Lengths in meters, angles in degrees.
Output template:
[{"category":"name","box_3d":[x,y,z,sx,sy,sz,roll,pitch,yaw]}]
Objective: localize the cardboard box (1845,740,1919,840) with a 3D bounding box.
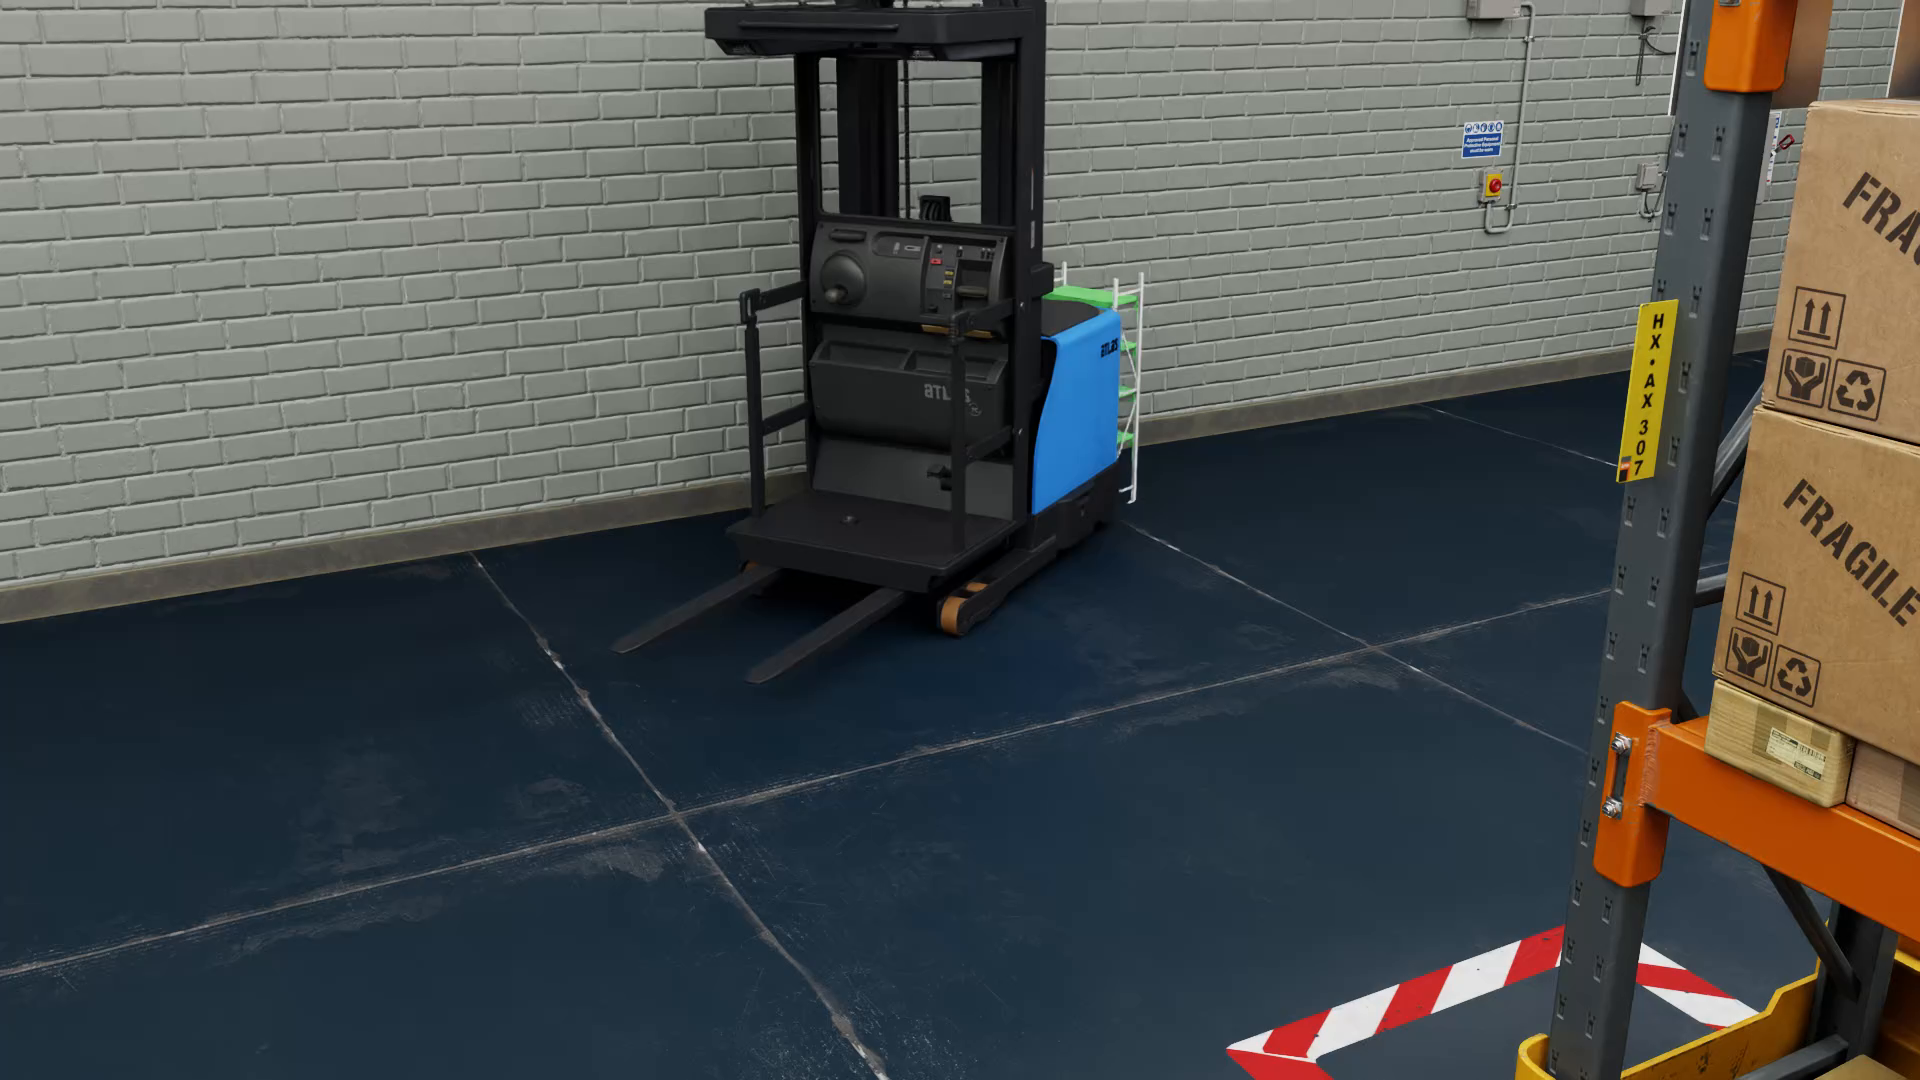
[{"category":"cardboard box","box_3d":[1.730,0.390,2.787,0.380,0.149,0.250,-9,21,-25]}]

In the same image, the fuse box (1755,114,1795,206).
[{"category":"fuse box","box_3d":[5.235,-2.024,11.374,0.539,1.711,0.414,-10,21,-27]}]

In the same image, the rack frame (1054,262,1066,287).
[{"category":"rack frame","box_3d":[0.469,-0.848,8.750,0.015,1.200,0.240,16,25,38]}]

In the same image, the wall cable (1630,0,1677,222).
[{"category":"wall cable","box_3d":[4.560,-3.053,10.823,0.588,1.984,0.122,-10,21,-27]}]

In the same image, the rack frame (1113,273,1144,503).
[{"category":"rack frame","box_3d":[0.837,-0.744,8.448,0.015,1.200,0.240,16,25,38]}]

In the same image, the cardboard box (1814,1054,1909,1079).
[{"category":"cardboard box","box_3d":[1.657,1.132,3.067,0.380,0.149,0.250,-11,22,-29]}]

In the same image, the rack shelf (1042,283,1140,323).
[{"category":"rack shelf","box_3d":[0.653,-1.189,8.463,0.480,0.148,0.258,16,25,38]}]

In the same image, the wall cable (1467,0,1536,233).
[{"category":"wall cable","box_3d":[3.318,-2.845,10.172,0.585,1.953,0.123,-10,21,-27]}]

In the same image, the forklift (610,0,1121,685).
[{"category":"forklift","box_3d":[-0.325,-1.149,6.968,1.130,2.935,3.031,10,21,26]}]

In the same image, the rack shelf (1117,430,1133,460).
[{"category":"rack shelf","box_3d":[0.653,-0.509,8.698,0.480,0.148,0.258,16,25,38]}]

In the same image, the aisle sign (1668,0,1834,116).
[{"category":"aisle sign","box_3d":[1.409,-1.142,2.858,0.394,0.787,0.004,-10,21,-27]}]

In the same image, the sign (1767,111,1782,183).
[{"category":"sign","box_3d":[5.572,-2.724,11.574,0.329,0.494,0.001,-10,21,-27]}]

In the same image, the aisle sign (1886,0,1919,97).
[{"category":"aisle sign","box_3d":[1.937,-1.235,3.127,0.394,0.787,0.004,-10,21,-27]}]

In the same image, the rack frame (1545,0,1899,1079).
[{"category":"rack frame","box_3d":[1.704,0.062,3.354,0.949,2.616,0.053,-10,21,-27]}]

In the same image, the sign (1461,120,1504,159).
[{"category":"sign","box_3d":[3.246,-2.488,10.328,0.327,0.218,0.001,-10,21,-27]}]

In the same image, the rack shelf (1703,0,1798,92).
[{"category":"rack shelf","box_3d":[2.657,-0.443,1.320,1.077,0.370,4.000,-10,21,-27]}]

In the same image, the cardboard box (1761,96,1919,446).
[{"category":"cardboard box","box_3d":[1.687,-0.430,2.635,0.500,0.500,0.500,-10,21,-27]}]

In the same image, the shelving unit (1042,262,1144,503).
[{"category":"shelving unit","box_3d":[0.653,-0.796,8.599,0.503,1.200,0.258,16,25,38]}]

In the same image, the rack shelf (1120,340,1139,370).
[{"category":"rack shelf","box_3d":[0.653,-0.963,8.541,0.480,0.148,0.258,16,25,38]}]

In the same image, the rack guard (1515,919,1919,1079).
[{"category":"rack guard","box_3d":[1.743,1.264,3.700,1.175,0.500,0.348,-10,21,-27]}]

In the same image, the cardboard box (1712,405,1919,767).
[{"category":"cardboard box","box_3d":[1.677,0.045,2.794,0.500,0.500,0.500,-9,21,-24]}]

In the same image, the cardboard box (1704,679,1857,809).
[{"category":"cardboard box","box_3d":[1.573,0.324,2.980,0.380,0.149,0.250,-10,21,-27]}]

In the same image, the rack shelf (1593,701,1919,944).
[{"category":"rack shelf","box_3d":[2.657,0.975,1.809,1.077,0.370,4.000,-10,21,-27]}]

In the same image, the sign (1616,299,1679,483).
[{"category":"sign","box_3d":[1.230,-0.264,2.971,0.100,0.325,0.005,-10,21,-27]}]

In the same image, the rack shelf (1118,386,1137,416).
[{"category":"rack shelf","box_3d":[0.653,-0.736,8.620,0.480,0.148,0.258,16,25,38]}]
